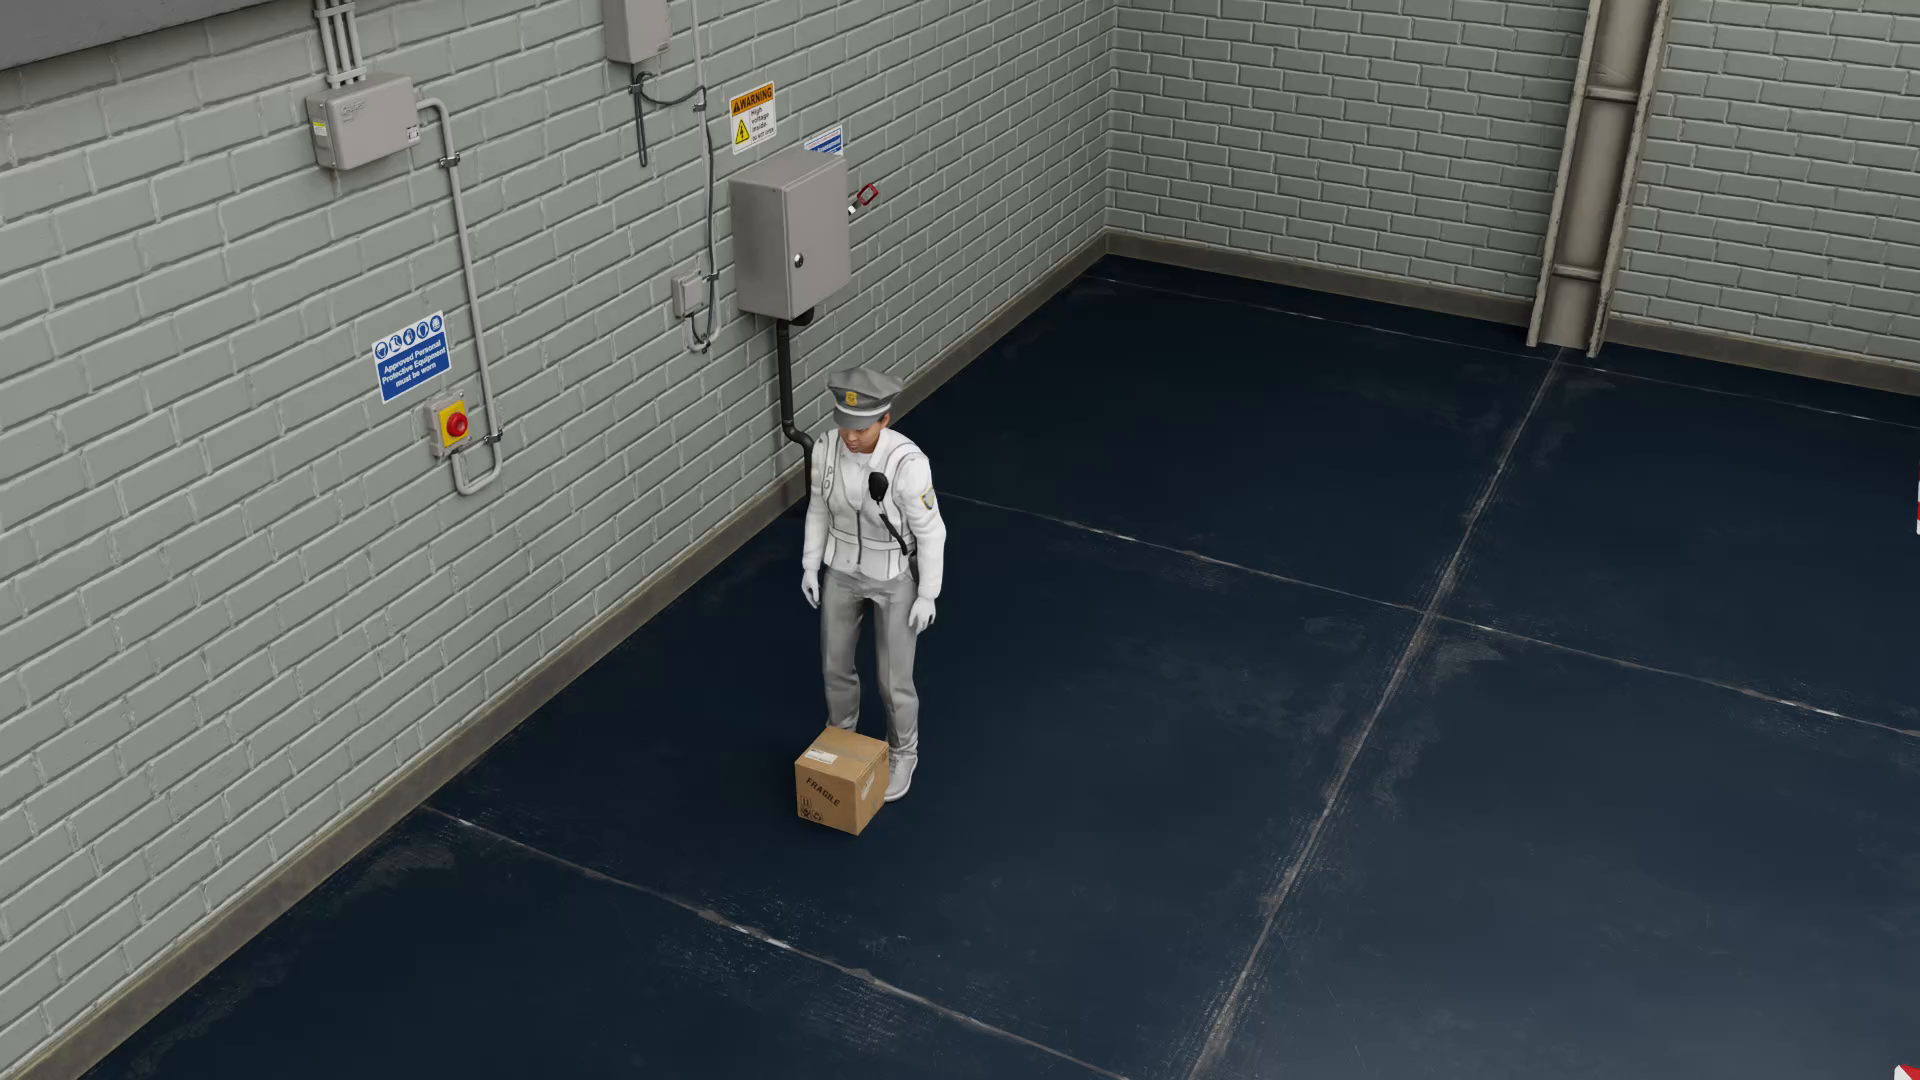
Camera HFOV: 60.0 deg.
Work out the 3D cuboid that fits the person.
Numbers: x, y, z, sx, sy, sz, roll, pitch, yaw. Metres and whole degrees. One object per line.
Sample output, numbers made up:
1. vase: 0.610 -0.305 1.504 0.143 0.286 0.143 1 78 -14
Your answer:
1. person: -0.316 0.151 5.869 0.539 1.662 0.374 12 32 20
